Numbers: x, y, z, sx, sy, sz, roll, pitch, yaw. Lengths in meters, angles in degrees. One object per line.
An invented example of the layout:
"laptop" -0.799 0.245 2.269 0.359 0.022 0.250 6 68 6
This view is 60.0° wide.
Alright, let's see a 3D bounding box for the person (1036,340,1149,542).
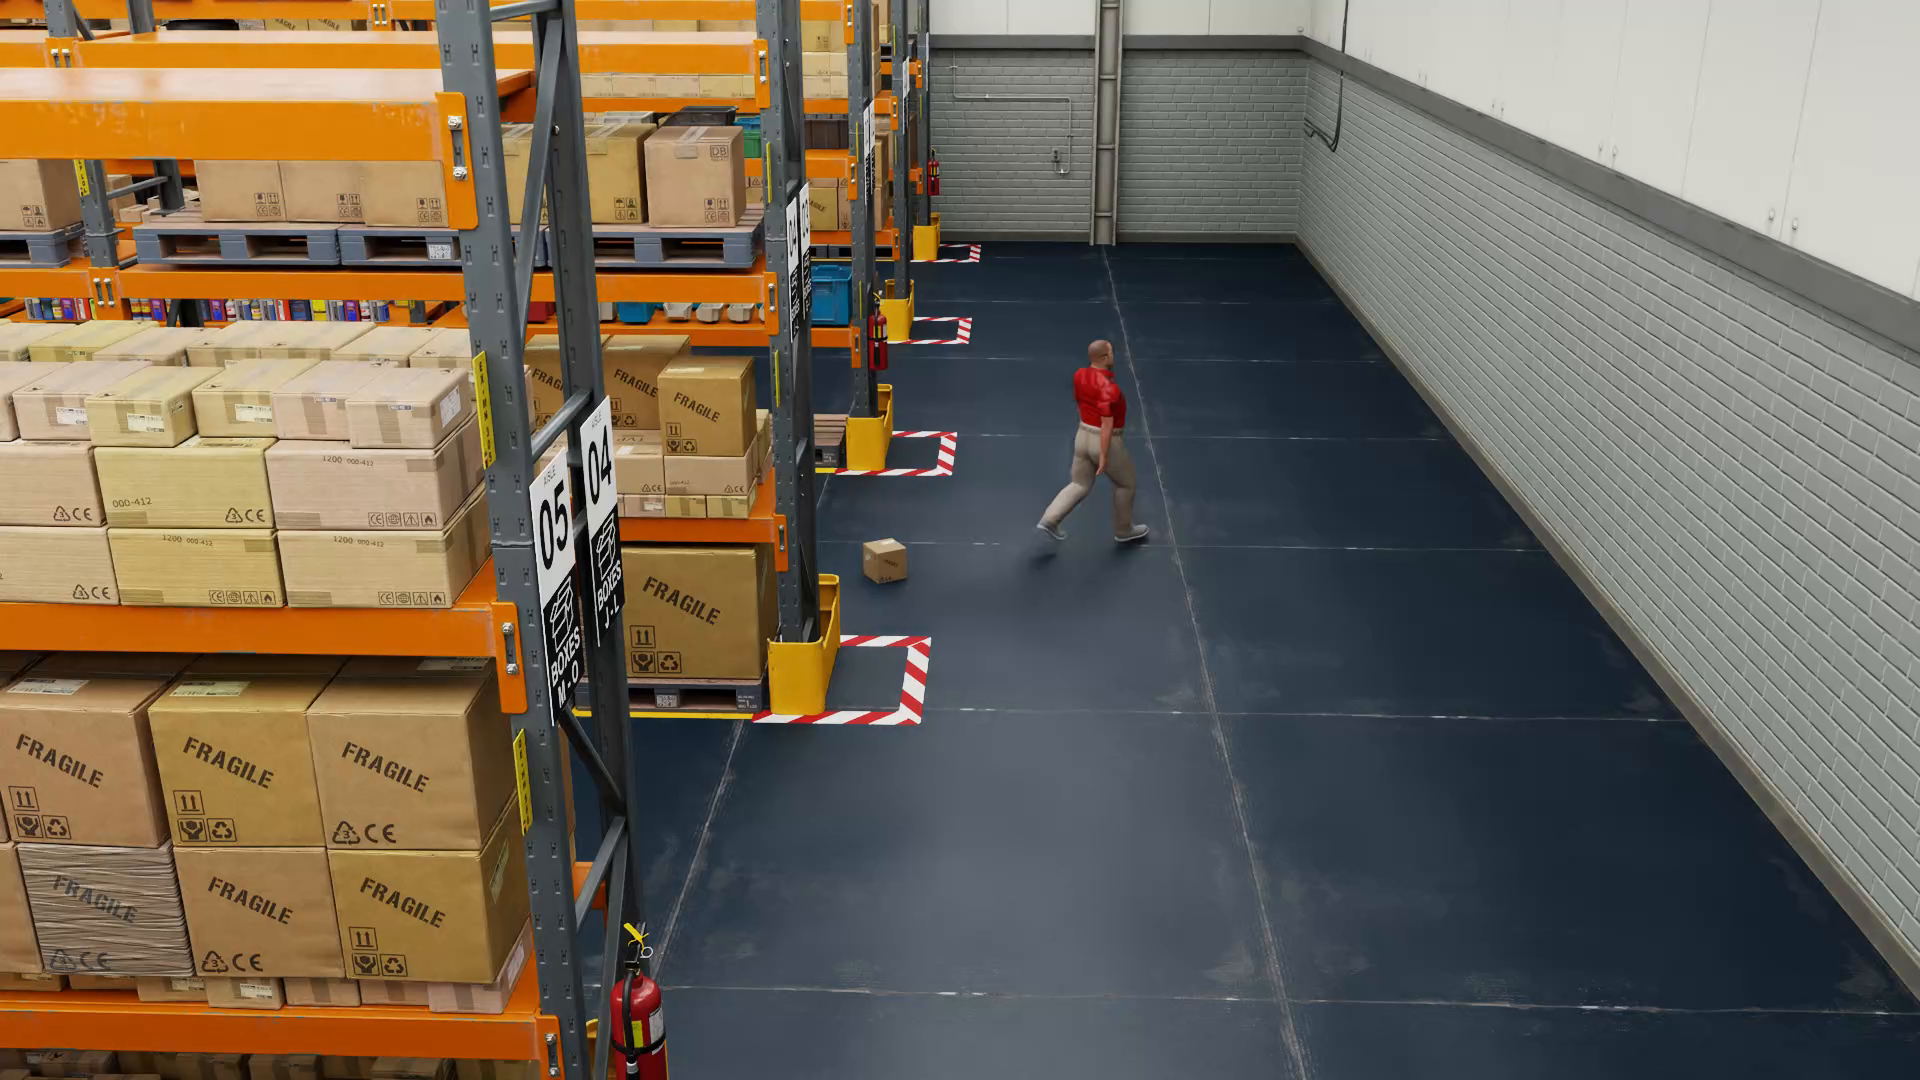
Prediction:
"person" 1.084 -0.764 13.116 0.975 1.678 0.531 -14 25 -33
